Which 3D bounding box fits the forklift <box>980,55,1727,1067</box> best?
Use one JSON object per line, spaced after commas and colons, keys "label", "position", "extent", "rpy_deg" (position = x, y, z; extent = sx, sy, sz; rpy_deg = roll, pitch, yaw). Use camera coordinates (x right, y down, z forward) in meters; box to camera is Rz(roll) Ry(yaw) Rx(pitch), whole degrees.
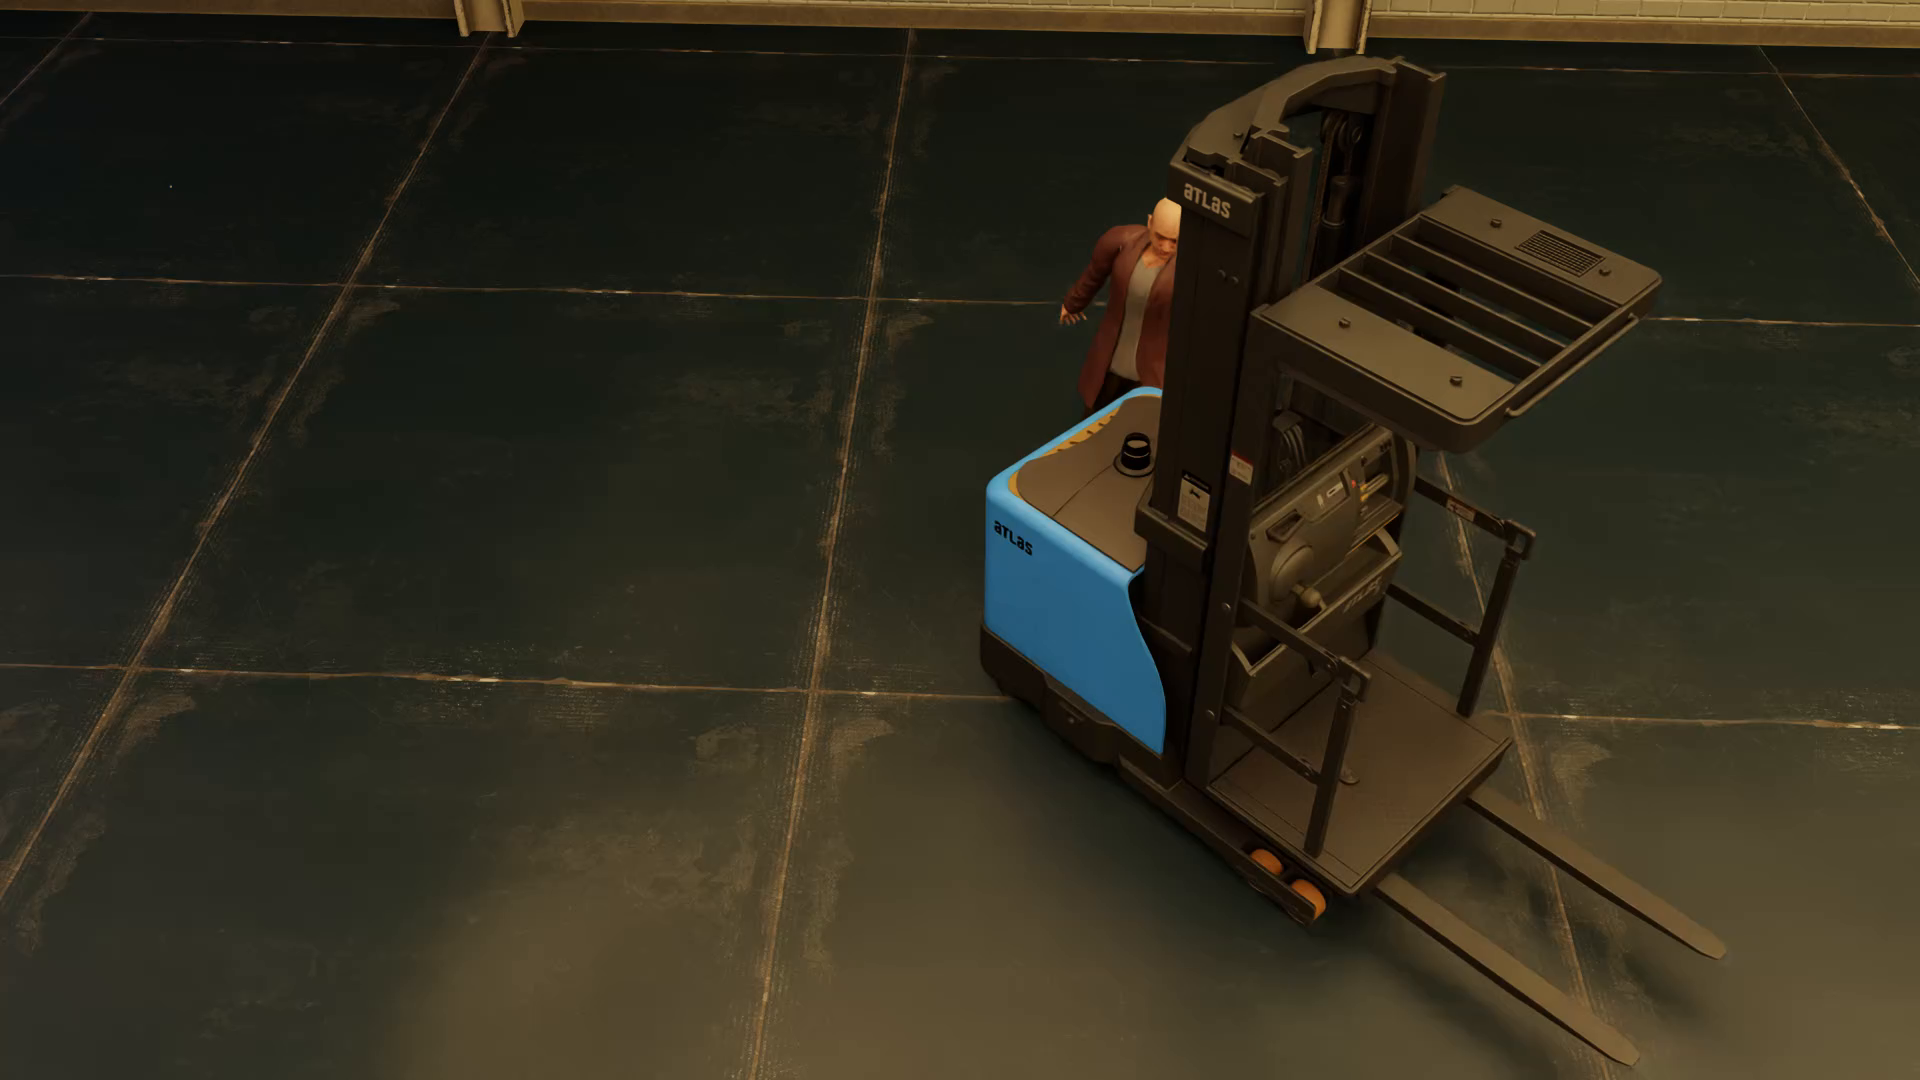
{"label": "forklift", "position": [1.469, -0.025, 5.770], "extent": [1.130, 2.935, 3.031], "rpy_deg": [-33, 52, -31]}

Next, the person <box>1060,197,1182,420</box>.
{"label": "person", "position": [0.848, -0.876, 7.649], "extent": [0.935, 1.739, 0.584], "rpy_deg": [27, 49, 26]}
